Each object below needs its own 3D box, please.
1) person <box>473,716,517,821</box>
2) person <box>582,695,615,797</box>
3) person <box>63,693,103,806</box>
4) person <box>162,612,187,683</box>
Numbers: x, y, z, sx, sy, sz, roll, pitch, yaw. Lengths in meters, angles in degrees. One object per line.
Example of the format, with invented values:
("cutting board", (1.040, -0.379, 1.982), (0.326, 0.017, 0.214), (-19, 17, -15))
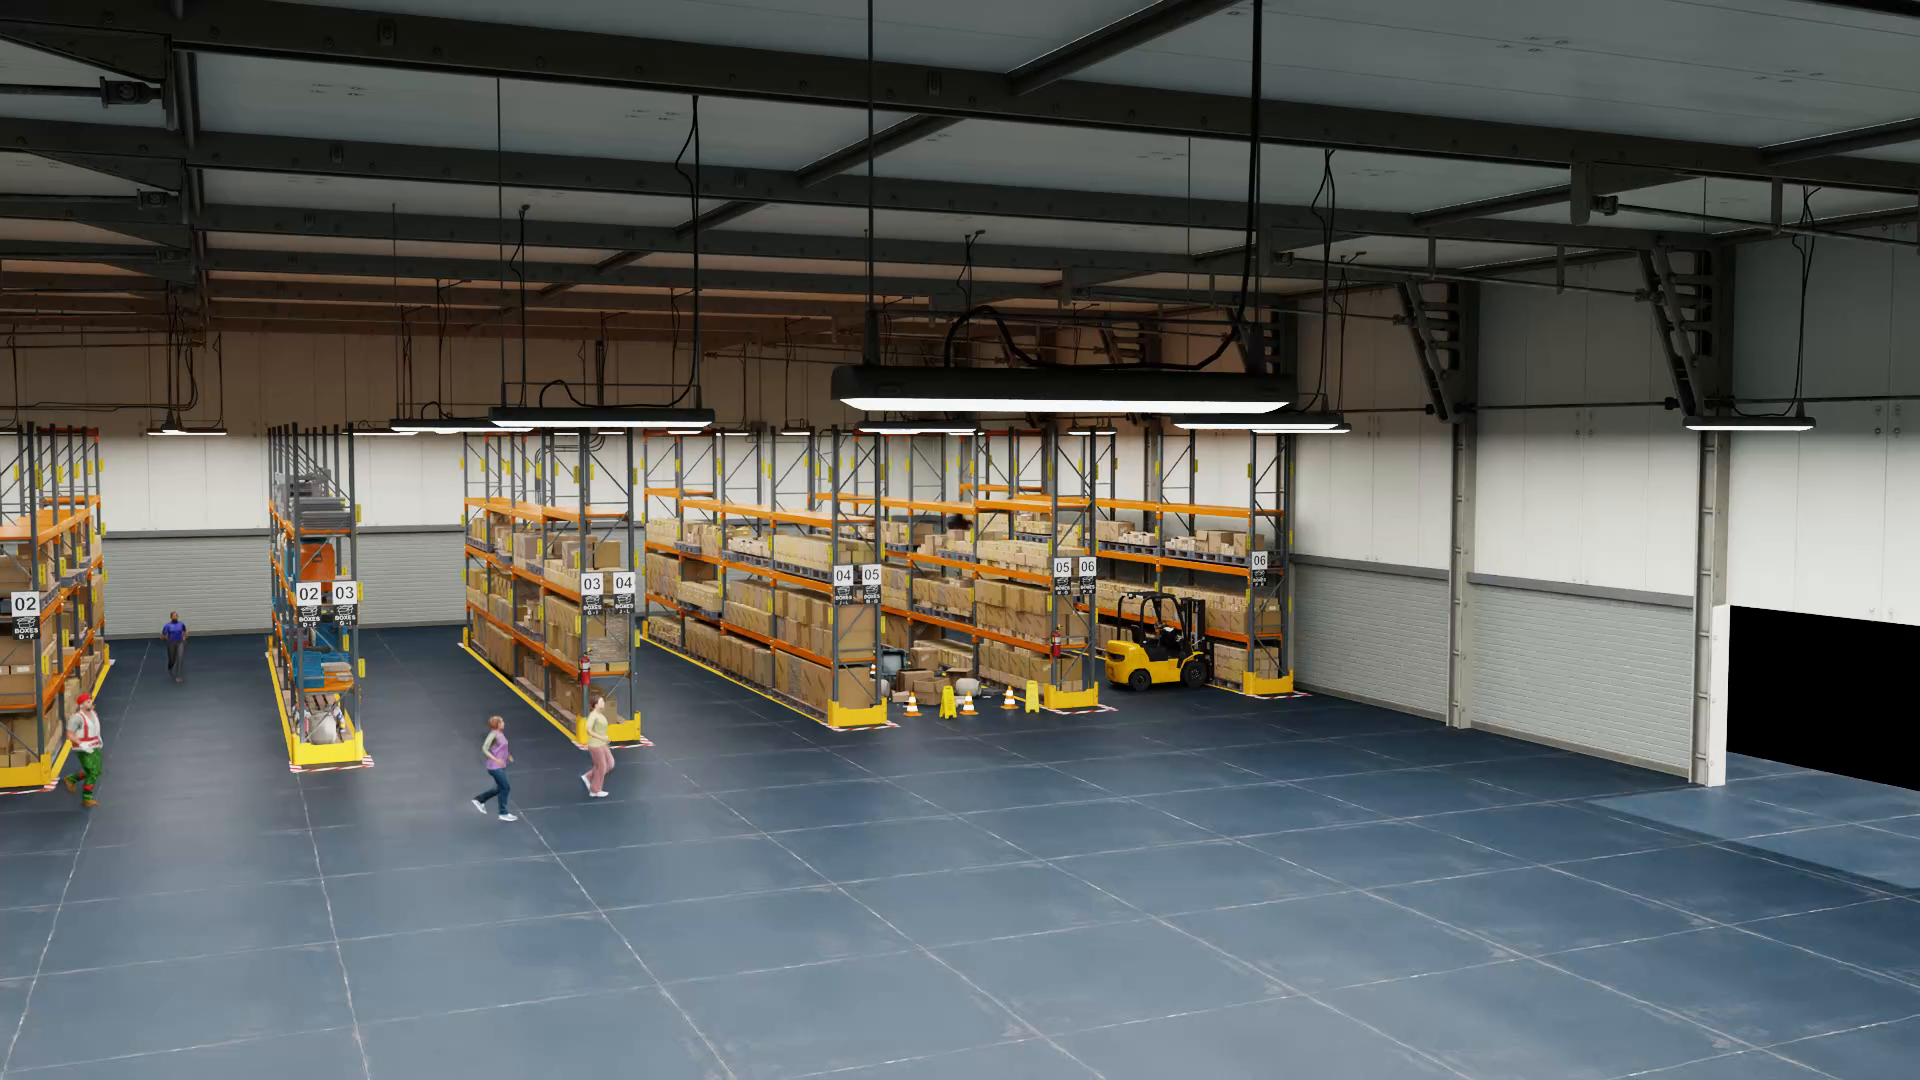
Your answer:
("person", (-6.987, 3.417, 24.902), (0.675, 1.589, 0.550), (0, 3, -1))
("person", (-5.802, 3.256, 26.522), (0.543, 1.577, 0.584), (0, 4, 6))
("person", (-13.721, 3.267, 25.994), (0.667, 1.761, 0.678), (1, 4, 8))
("person", (-18.538, 2.515, 39.280), (0.579, 1.659, 0.859), (-2, 4, -35))
